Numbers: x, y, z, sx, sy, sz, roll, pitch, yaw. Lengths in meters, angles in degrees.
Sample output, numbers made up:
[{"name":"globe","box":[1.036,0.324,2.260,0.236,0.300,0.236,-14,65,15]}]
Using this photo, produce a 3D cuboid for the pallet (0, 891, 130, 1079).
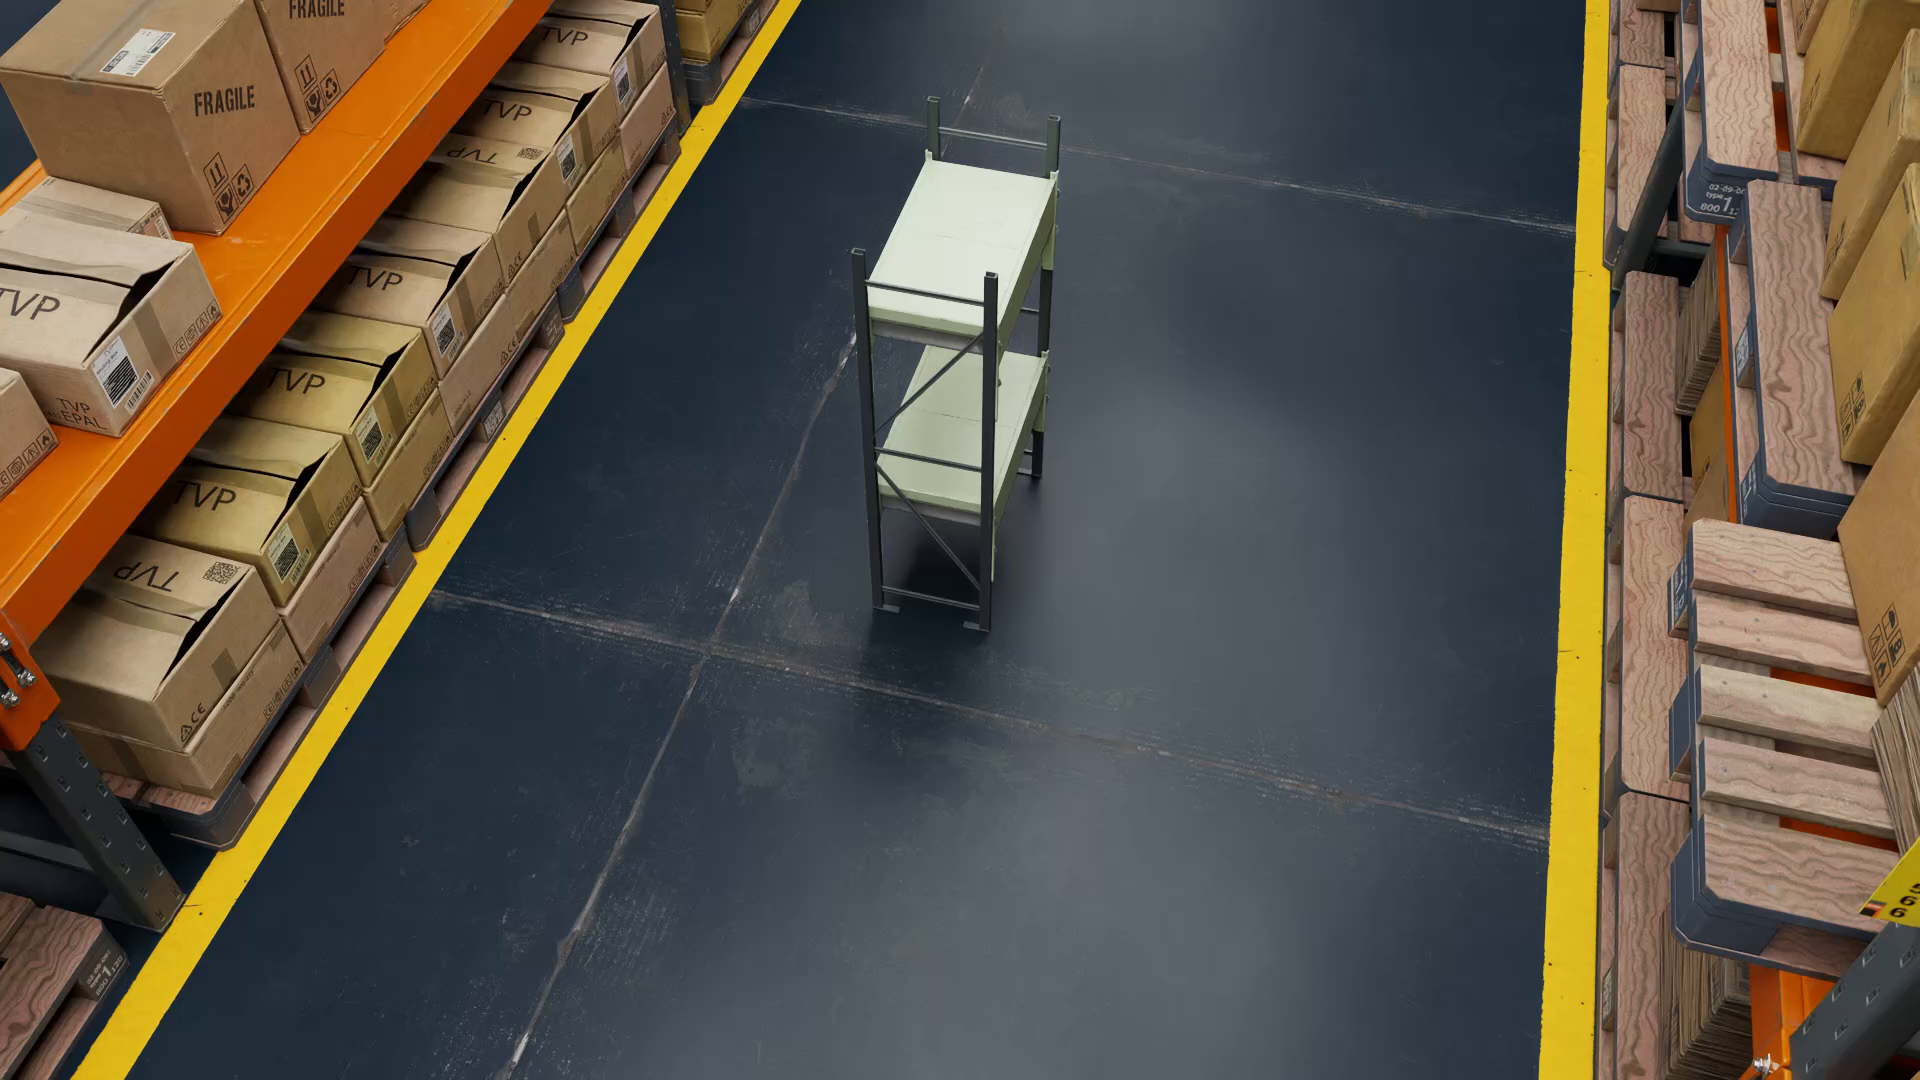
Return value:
[{"name":"pallet","box":[-2.975,1.448,4.331,1.003,0.211,1.213,12,50,10]}]

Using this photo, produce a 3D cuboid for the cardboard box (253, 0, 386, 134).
[{"name":"cardboard box","box":[-2.177,-1.638,5.128,0.500,0.500,0.500,12,50,10]}]

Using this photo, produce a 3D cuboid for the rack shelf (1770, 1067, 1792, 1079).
[{"name":"rack shelf","box":[1.512,2.652,1.888,1.077,0.370,4.000,12,50,10]}]

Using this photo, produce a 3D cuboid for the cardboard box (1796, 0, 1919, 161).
[{"name":"cardboard box","box":[2.770,-1.340,4.572,0.700,0.500,0.500,16,51,14]}]

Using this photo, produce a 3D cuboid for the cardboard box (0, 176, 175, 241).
[{"name":"cardboard box","box":[-2.461,-0.858,4.674,0.380,0.149,0.250,15,50,13]}]

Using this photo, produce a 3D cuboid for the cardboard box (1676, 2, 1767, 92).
[{"name":"cardboard box","box":[3.326,-2.003,6.891,0.500,0.500,0.500,8,49,7]}]

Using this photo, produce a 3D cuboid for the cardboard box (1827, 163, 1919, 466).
[{"name":"cardboard box","box":[2.459,-0.459,3.794,0.700,0.500,0.500,12,50,10]}]

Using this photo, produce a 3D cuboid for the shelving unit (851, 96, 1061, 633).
[{"name":"shelving unit","box":[0.002,-0.501,5.192,0.431,1.500,0.755,12,50,10]}]

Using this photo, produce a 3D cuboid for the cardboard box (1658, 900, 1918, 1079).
[{"name":"cardboard box","box":[2.177,1.118,4.136,0.700,0.500,0.500,12,50,11]}]

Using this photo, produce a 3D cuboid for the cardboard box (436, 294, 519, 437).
[{"name":"cardboard box","box":[-1.923,-0.669,5.894,0.500,0.250,0.500,12,50,11]}]

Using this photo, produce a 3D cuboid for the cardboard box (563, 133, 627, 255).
[{"name":"cardboard box","box":[-1.653,-1.407,6.545,0.500,0.250,0.500,11,49,9]}]

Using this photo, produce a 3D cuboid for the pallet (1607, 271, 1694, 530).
[{"name":"pallet","box":[2.887,-0.440,5.997,1.003,0.211,1.213,12,50,10]}]

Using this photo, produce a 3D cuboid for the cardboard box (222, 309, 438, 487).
[{"name":"cardboard box","box":[-2.054,-0.493,5.364,0.500,0.311,0.500,10,49,9]}]

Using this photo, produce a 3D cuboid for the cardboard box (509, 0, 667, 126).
[{"name":"cardboard box","box":[-1.519,-1.966,6.664,0.500,0.311,0.500,12,50,10]}]

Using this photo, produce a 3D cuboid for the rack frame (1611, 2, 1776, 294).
[{"name":"rack frame","box":[3.091,-1.926,5.449,1.000,3.000,0.127,12,50,10]}]

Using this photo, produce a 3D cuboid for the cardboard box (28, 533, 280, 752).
[{"name":"cardboard box","box":[-2.321,0.257,4.702,0.500,0.311,0.500,13,50,11]}]

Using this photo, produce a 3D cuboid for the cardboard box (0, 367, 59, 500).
[{"name":"cardboard box","box":[-2.604,-0.232,4.014,0.500,0.311,0.500,14,50,12]}]

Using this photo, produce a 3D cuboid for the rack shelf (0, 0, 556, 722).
[{"name":"rack shelf","box":[-2.215,-1.216,5.302,1.077,0.370,4.000,12,50,10]}]

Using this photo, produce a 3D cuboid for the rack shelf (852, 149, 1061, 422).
[{"name":"rack shelf","box":[0.002,-0.759,4.899,0.431,0.370,0.720,12,50,10]}]

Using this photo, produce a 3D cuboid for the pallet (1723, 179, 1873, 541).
[{"name":"pallet","box":[2.520,-0.409,4.238,1.003,0.211,1.213,12,50,10]}]

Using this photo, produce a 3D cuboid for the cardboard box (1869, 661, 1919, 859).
[{"name":"cardboard box","box":[2.152,0.447,2.995,0.700,0.500,0.500,6,49,6]}]

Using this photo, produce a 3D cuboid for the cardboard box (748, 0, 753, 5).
[{"name":"cardboard box","box":[-1.138,-2.766,7.744,0.500,0.250,0.500,12,50,10]}]

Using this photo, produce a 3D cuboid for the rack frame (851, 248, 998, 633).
[{"name":"rack frame","box":[-0.095,-0.236,4.958,0.400,1.500,0.023,12,50,10]}]

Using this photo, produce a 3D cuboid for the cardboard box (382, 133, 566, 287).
[{"name":"cardboard box","box":[-1.784,-1.228,6.013,0.500,0.311,0.500,11,50,10]}]

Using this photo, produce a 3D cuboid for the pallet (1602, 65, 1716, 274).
[{"name":"pallet","box":[3.234,-1.496,6.929,1.003,0.211,1.213,12,50,10]}]

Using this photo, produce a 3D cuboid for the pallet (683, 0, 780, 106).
[{"name":"pallet","box":[-1.439,-2.545,7.855,1.003,0.211,1.213,12,50,10]}]

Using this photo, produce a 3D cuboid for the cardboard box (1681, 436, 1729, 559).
[{"name":"cardboard box","box":[2.652,0.036,5.091,0.700,0.500,0.500,12,50,10]}]

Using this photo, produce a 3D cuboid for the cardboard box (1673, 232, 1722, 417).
[{"name":"cardboard box","box":[2.913,-0.708,5.748,0.700,0.500,0.500,13,50,11]}]

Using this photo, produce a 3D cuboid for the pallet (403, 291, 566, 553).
[{"name":"pallet","box":[-2.164,-0.552,6.096,1.003,0.211,1.213,12,50,10]}]

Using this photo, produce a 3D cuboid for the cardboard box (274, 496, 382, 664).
[{"name":"cardboard box","box":[-2.189,0.079,5.233,0.500,0.250,0.500,10,49,9]}]

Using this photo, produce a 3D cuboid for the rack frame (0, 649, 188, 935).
[{"name":"rack frame","box":[-2.742,-0.007,3.756,1.000,3.000,0.127,12,50,10]}]
